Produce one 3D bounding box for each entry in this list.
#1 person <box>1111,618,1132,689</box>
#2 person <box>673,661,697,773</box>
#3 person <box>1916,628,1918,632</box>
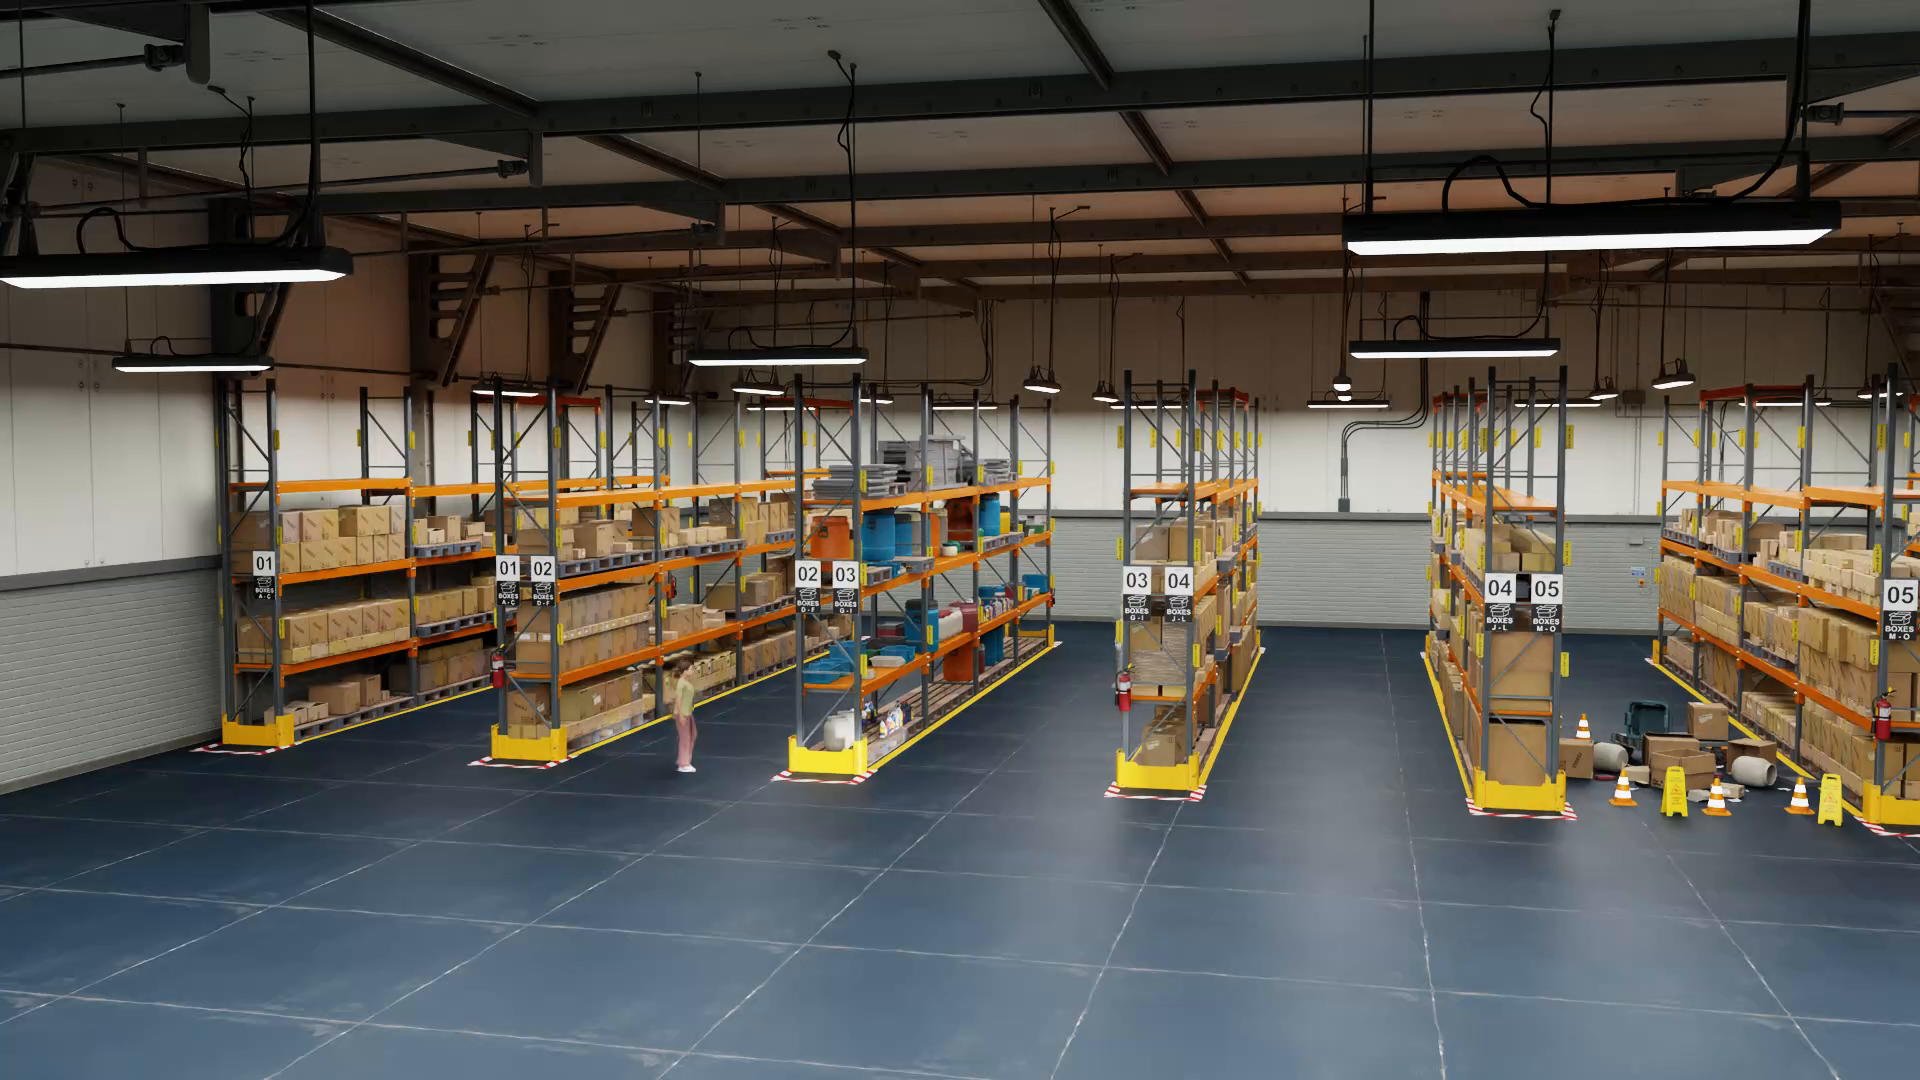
[{"bbox_3d":[3.284,2.098,33.336,0.505,1.778,0.628,1,4,22],"label":"person"},{"bbox_3d":[-4.160,2.689,25.195,0.362,1.724,0.518,0,3,3],"label":"person"},{"bbox_3d":[17.944,2.250,31.603,0.612,1.774,0.603,0,3,-6],"label":"person"}]
